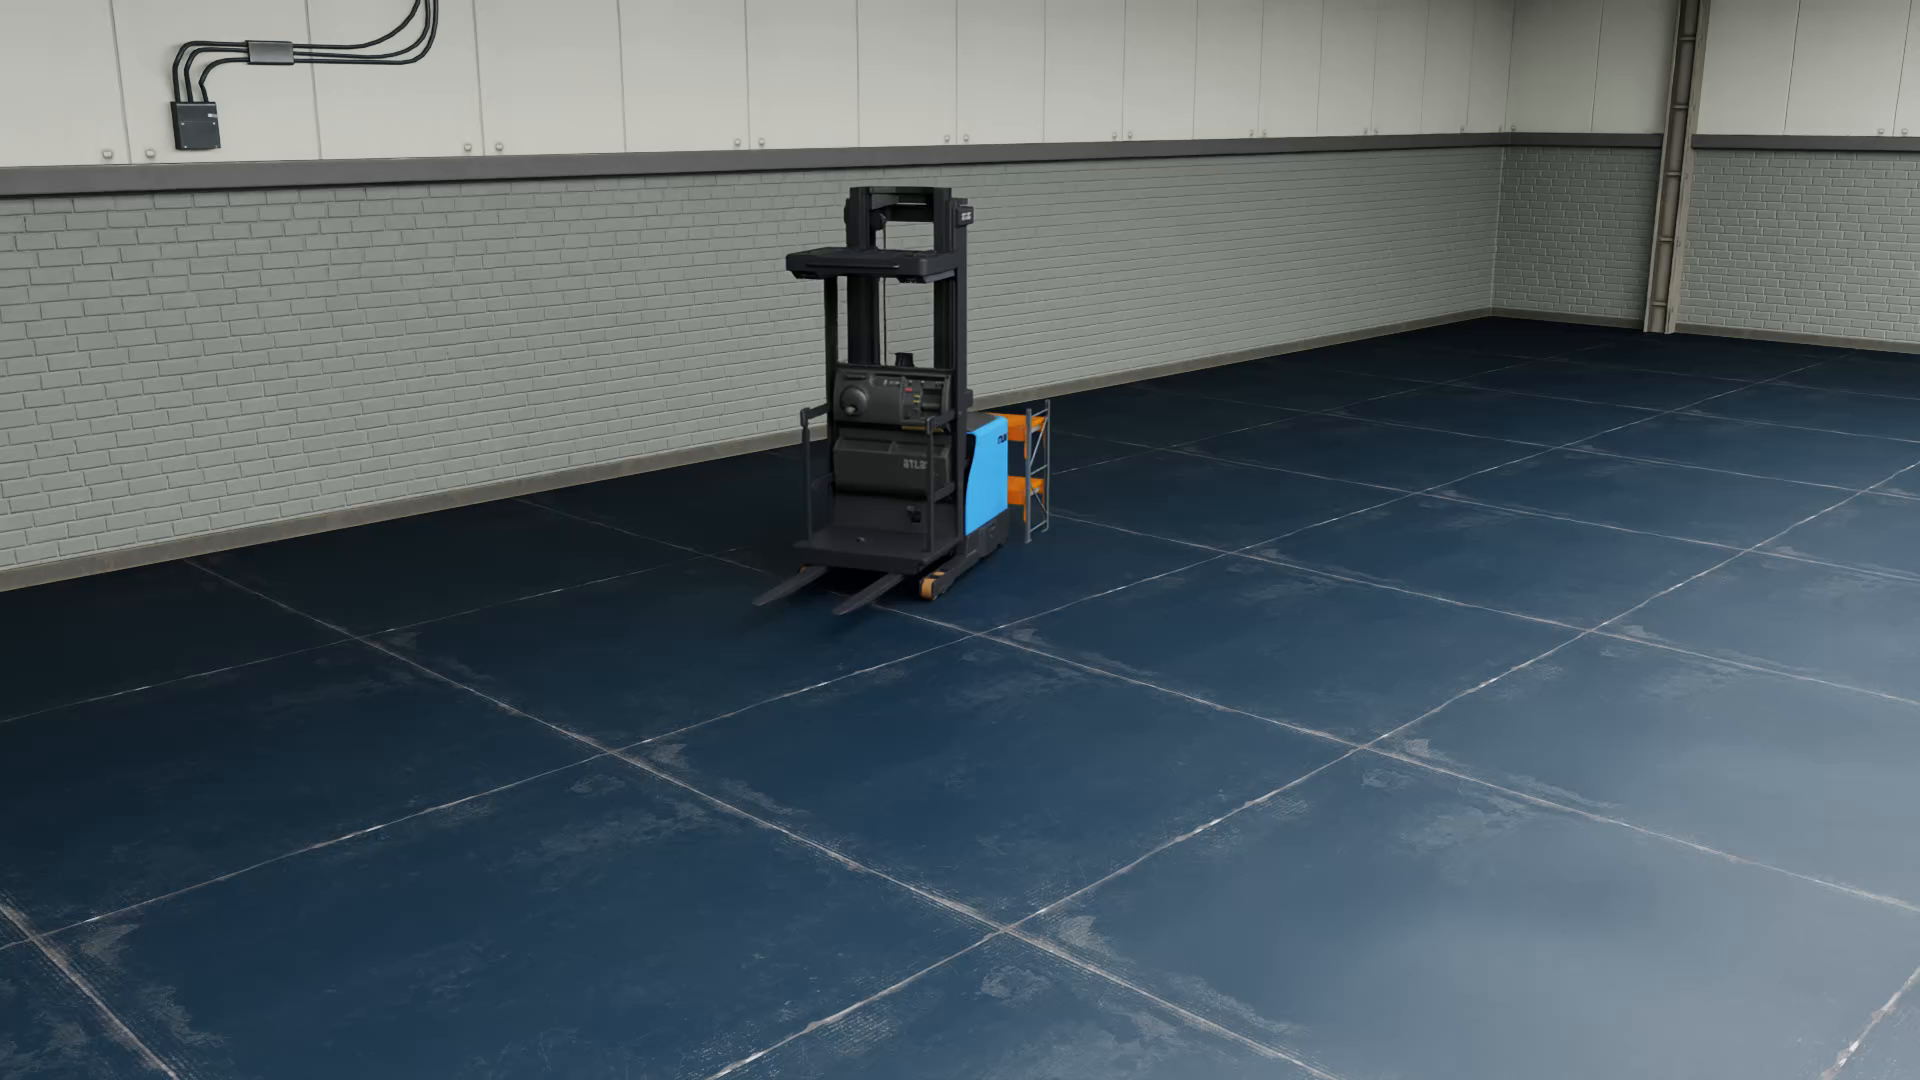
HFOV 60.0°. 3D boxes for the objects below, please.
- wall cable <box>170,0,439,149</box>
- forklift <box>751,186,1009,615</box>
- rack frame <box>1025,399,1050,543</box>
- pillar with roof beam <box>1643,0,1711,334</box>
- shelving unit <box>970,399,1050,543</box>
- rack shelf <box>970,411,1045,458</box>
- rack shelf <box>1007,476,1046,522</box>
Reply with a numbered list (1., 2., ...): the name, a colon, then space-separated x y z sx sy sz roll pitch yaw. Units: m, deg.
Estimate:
1. wall cable: -5.193 -6.116 12.811 0.169 6.003 2.305 14 20 42
2. forklift: -0.586 -1.091 12.307 1.130 2.935 3.031 5 16 20
3. rack frame: 0.650 -0.581 13.931 0.032 1.125 0.500 6 16 22
4. pillar with roof beam: 8.286 -6.930 22.682 0.400 9.000 9.100 14 20 42
5. shelving unit: 0.181 -0.631 14.121 1.048 1.125 0.538 6 16 22
6. rack shelf: 0.181 -0.914 14.047 1.000 0.278 0.538 6 16 22
7. rack shelf: 0.181 -0.394 14.182 1.000 0.278 0.538 6 16 22
